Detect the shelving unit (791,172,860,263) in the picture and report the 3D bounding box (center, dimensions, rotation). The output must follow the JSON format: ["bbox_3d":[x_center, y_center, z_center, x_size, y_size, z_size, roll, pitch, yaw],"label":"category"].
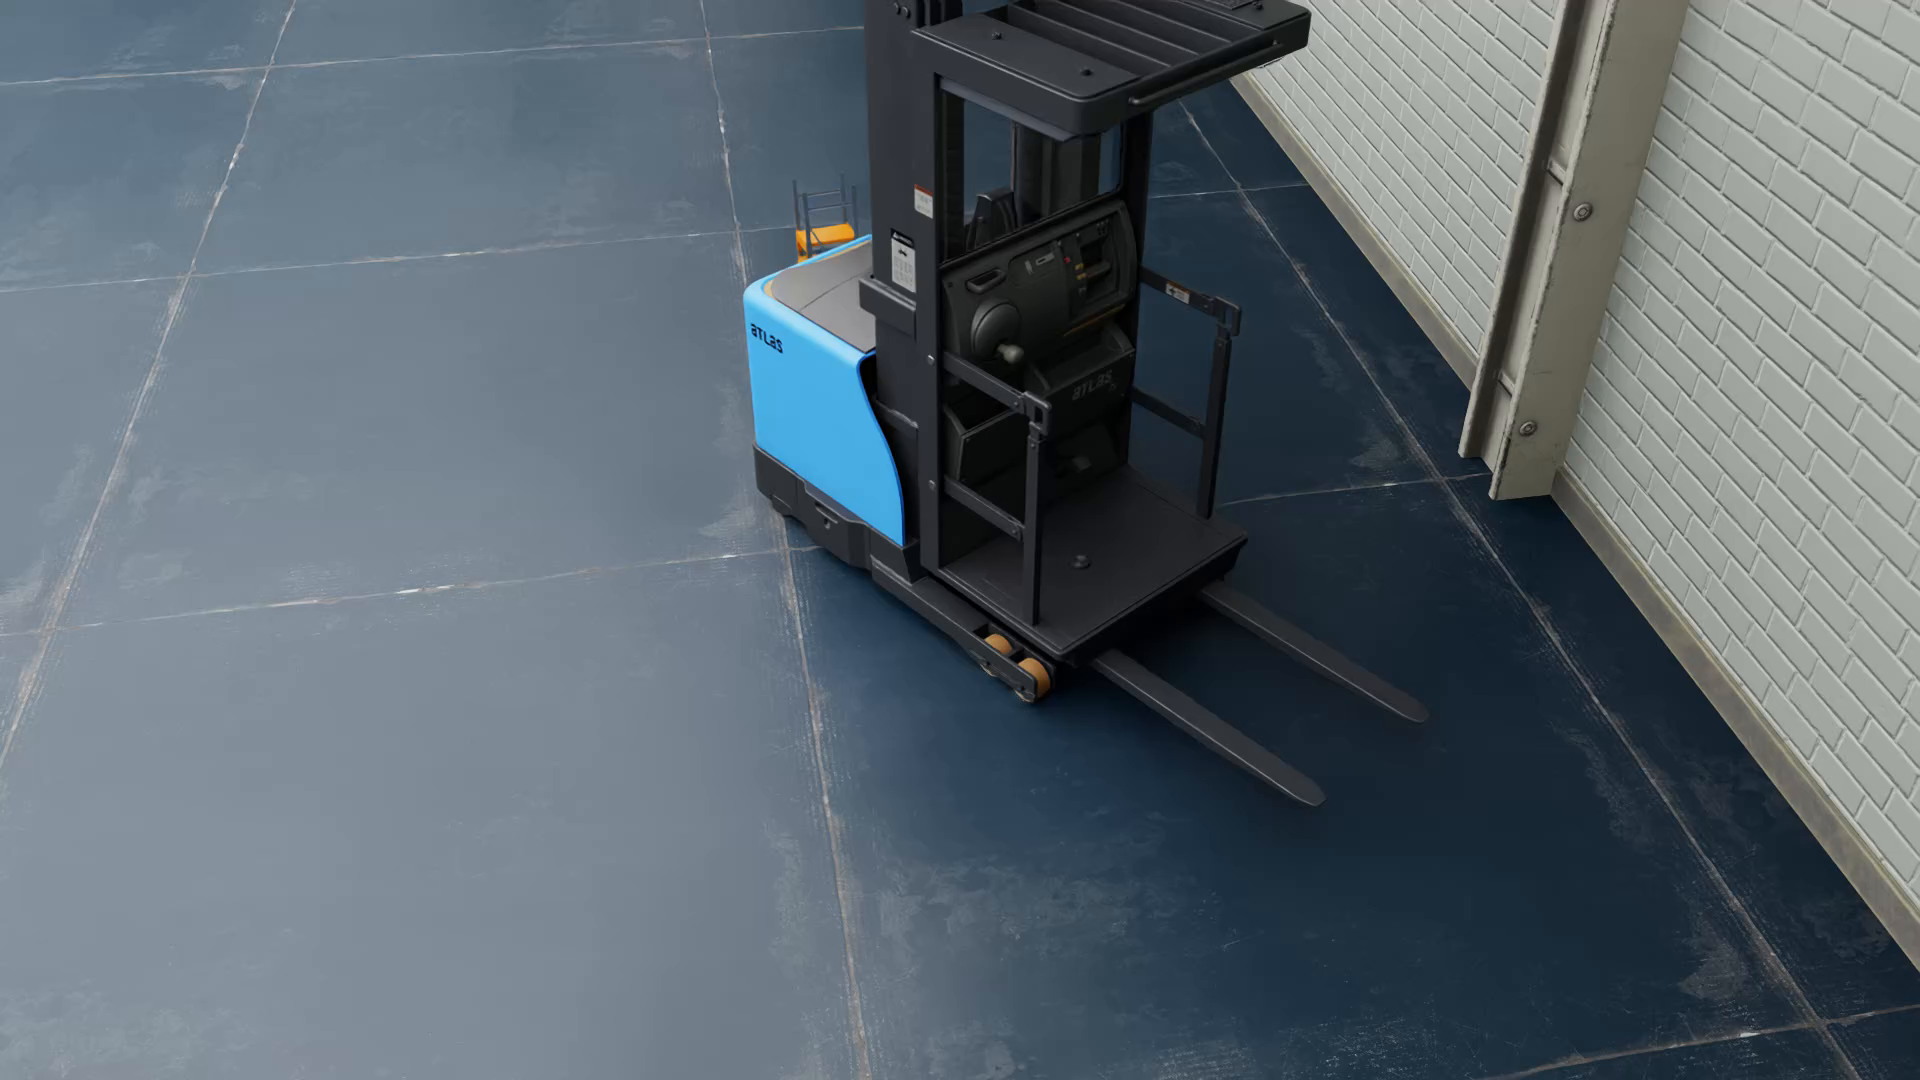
[{"bbox_3d":[-0.579,-1.063,7.628,0.258,1.200,0.189,-12,33,-15],"label":"shelving unit"}]

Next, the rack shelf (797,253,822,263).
[{"bbox_3d":[-0.586,-1.230,7.527,0.258,0.103,0.180,-12,33,-15],"label":"rack shelf"}]

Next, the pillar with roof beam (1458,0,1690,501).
[{"bbox_3d":[-1.723,-3.404,4.297,9.100,9.000,0.400,-6,38,-8],"label":"pillar with roof beam"}]

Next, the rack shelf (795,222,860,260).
[{"bbox_3d":[-0.591,-1.332,7.464,0.258,0.103,0.180,-12,33,-15],"label":"rack shelf"}]

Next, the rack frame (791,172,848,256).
[{"bbox_3d":[-0.609,-1.107,7.703,0.240,1.200,0.006,-12,33,-15],"label":"rack frame"}]

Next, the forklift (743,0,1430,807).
[{"bbox_3d":[0.451,-0.889,6.005,1.130,2.935,3.031,-29,46,-32],"label":"forklift"}]

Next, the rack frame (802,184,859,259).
[{"bbox_3d":[-0.548,-1.019,7.554,0.240,1.200,0.006,-12,33,-15],"label":"rack frame"}]
